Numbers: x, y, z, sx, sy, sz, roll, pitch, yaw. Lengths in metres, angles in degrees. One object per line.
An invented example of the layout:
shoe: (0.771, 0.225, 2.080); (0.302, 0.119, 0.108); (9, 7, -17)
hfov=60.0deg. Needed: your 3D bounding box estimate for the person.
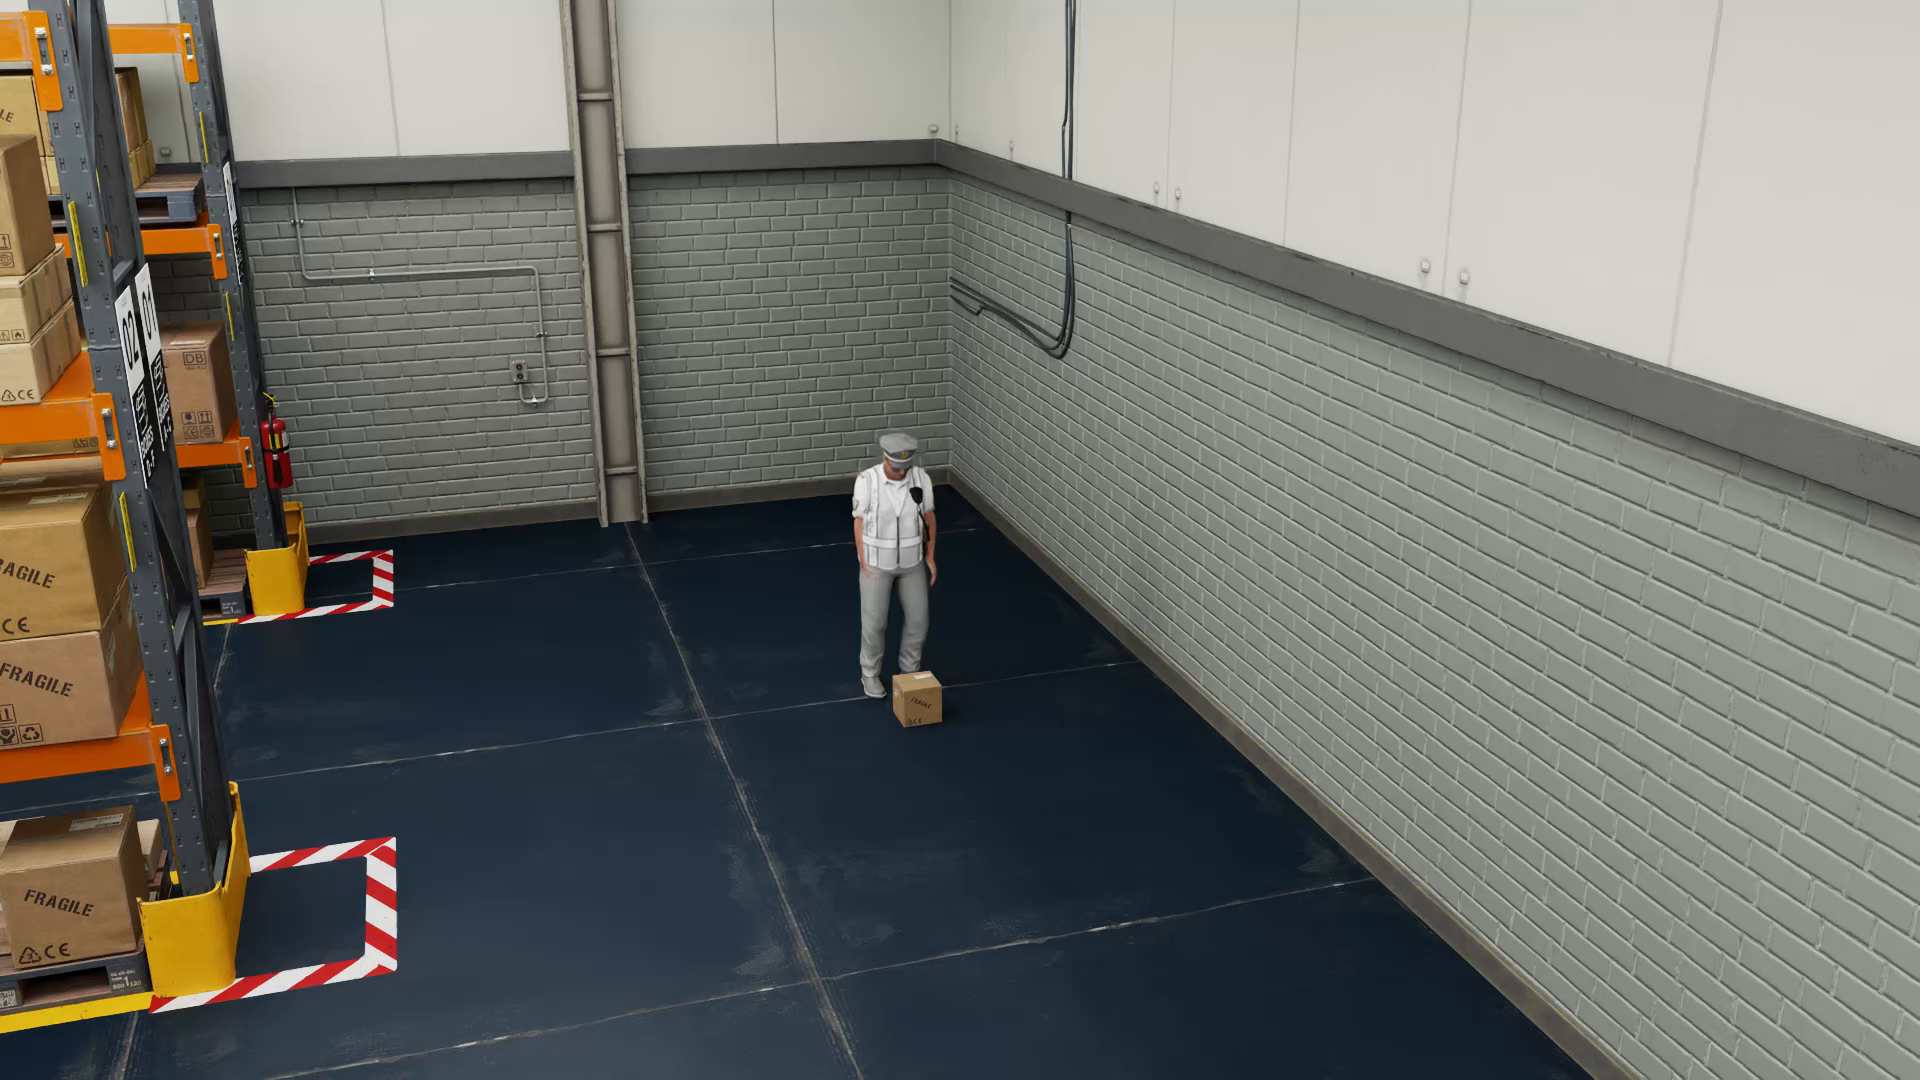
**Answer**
person: (-0.411, 0.148, 10.684); (0.544, 1.726, 0.424); (-6, 20, -16)
